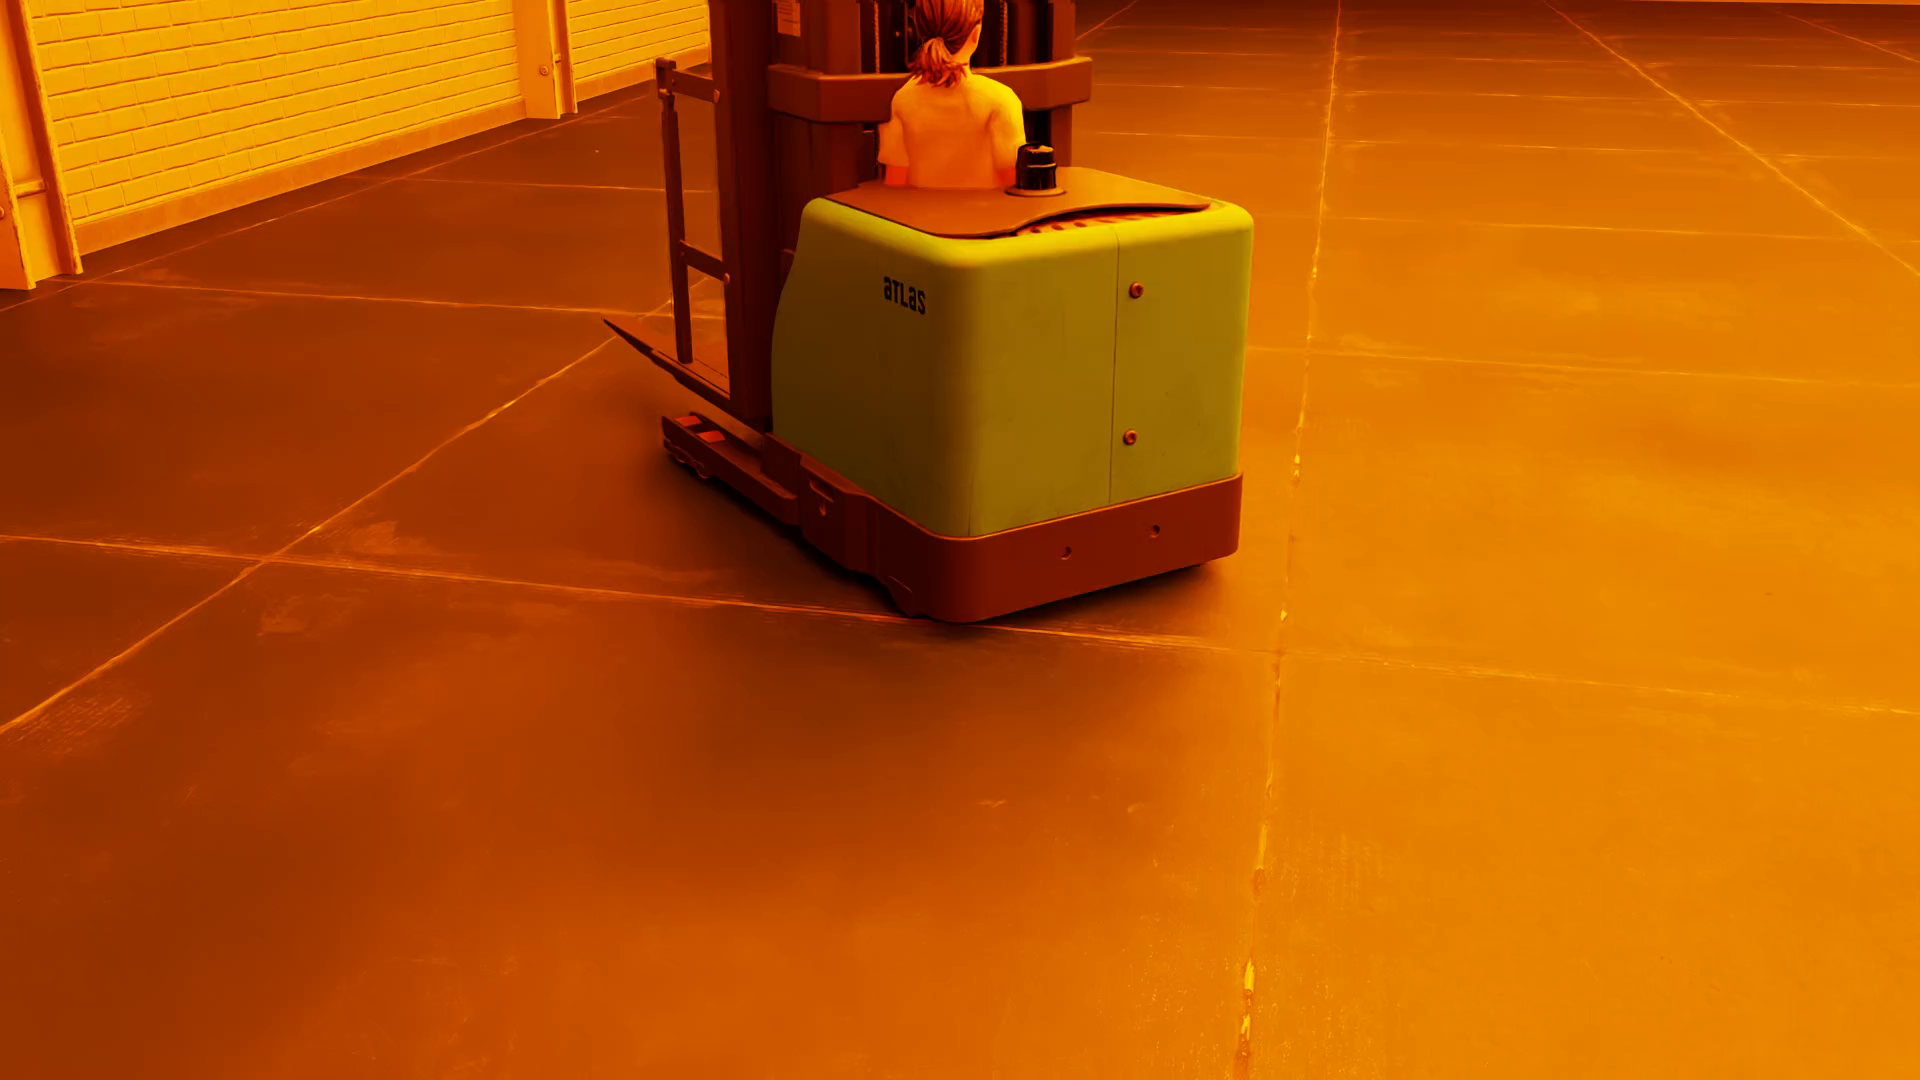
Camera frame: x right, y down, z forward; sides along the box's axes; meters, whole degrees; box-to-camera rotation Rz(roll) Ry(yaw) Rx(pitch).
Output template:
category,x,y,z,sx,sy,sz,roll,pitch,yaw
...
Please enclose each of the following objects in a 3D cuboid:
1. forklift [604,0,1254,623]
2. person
category,x,y,z,sx,sy,sz,roll,pitch,yaw
forklift,-0.379,-1.645,5.301,1.130,2.935,3.031,-13,26,-29
person,0.000,-0.779,4.850,0.437,1.669,0.445,5,23,11
